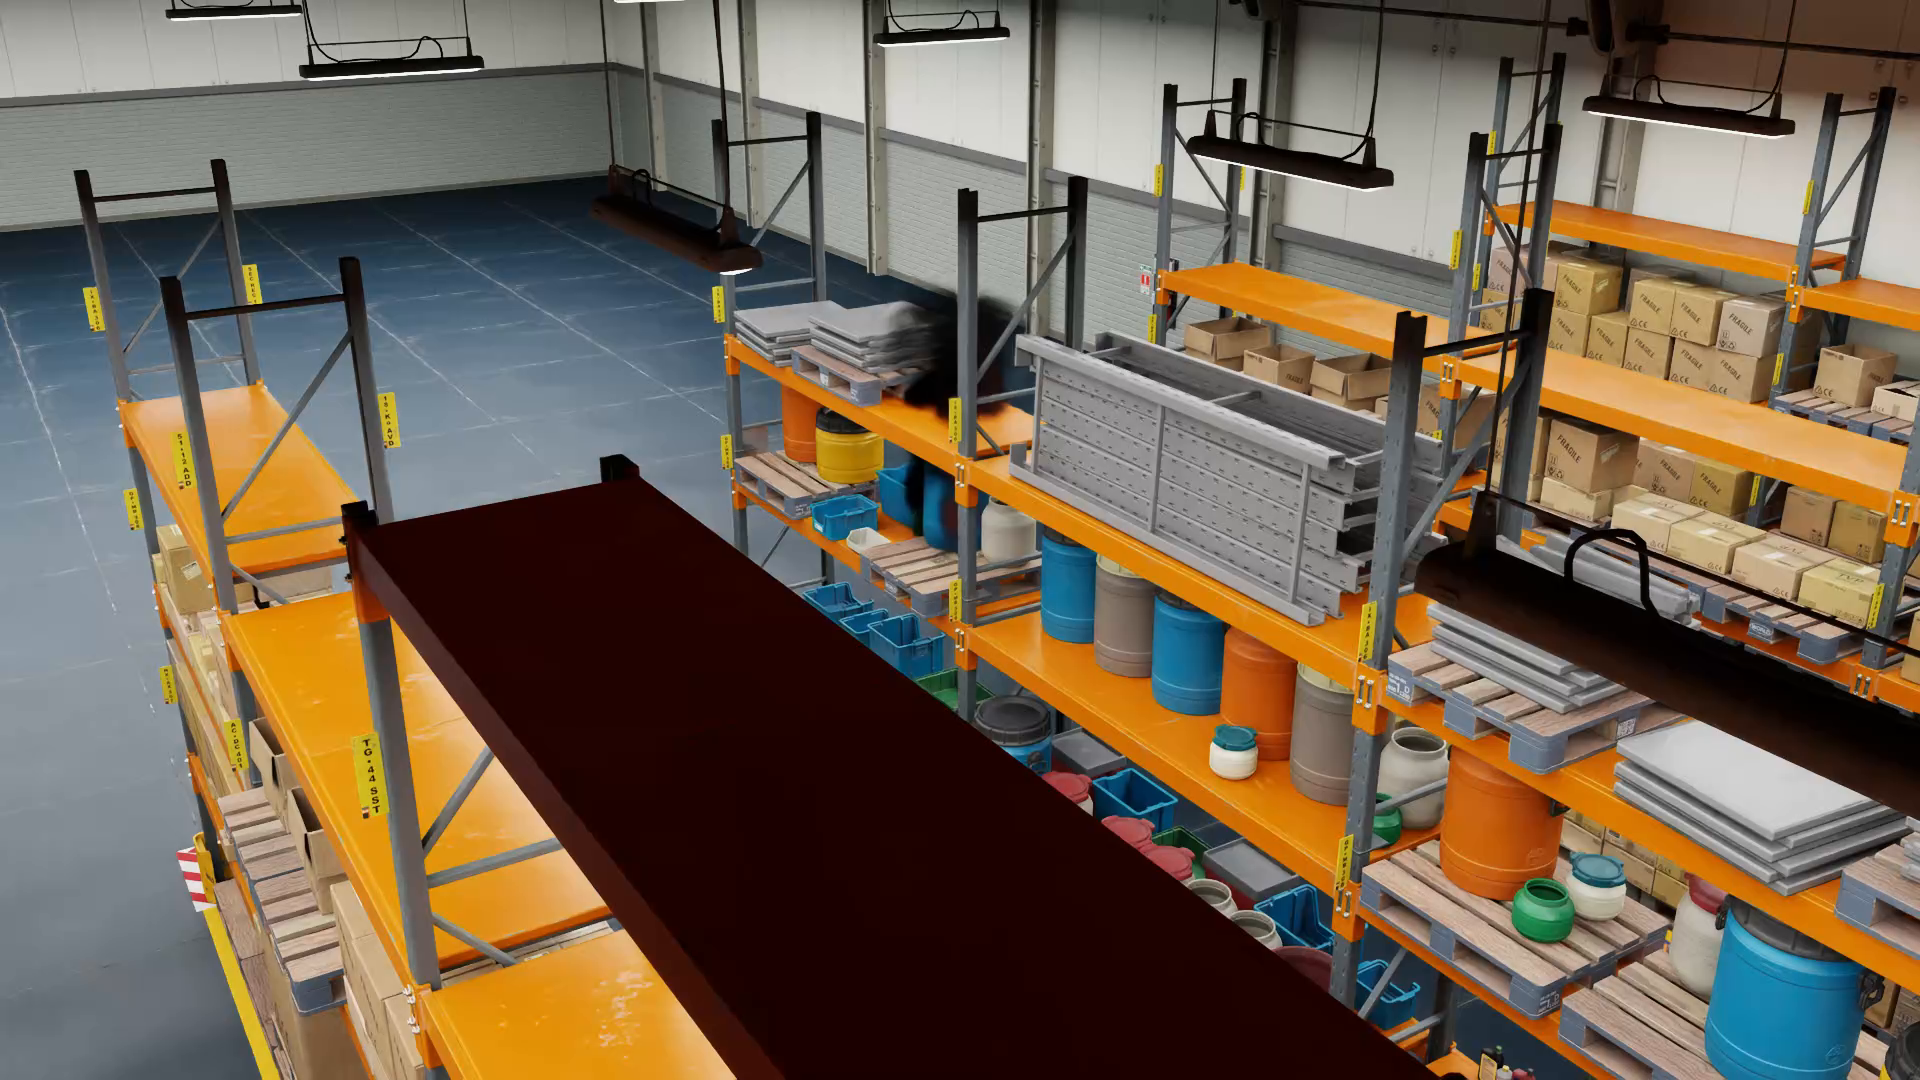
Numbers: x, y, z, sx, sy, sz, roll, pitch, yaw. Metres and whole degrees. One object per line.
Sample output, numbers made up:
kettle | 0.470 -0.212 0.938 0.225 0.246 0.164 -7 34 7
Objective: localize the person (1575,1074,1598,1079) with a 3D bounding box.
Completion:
person | 4.653 3.272 11.172 0.959 1.619 0.599 20 29 40
